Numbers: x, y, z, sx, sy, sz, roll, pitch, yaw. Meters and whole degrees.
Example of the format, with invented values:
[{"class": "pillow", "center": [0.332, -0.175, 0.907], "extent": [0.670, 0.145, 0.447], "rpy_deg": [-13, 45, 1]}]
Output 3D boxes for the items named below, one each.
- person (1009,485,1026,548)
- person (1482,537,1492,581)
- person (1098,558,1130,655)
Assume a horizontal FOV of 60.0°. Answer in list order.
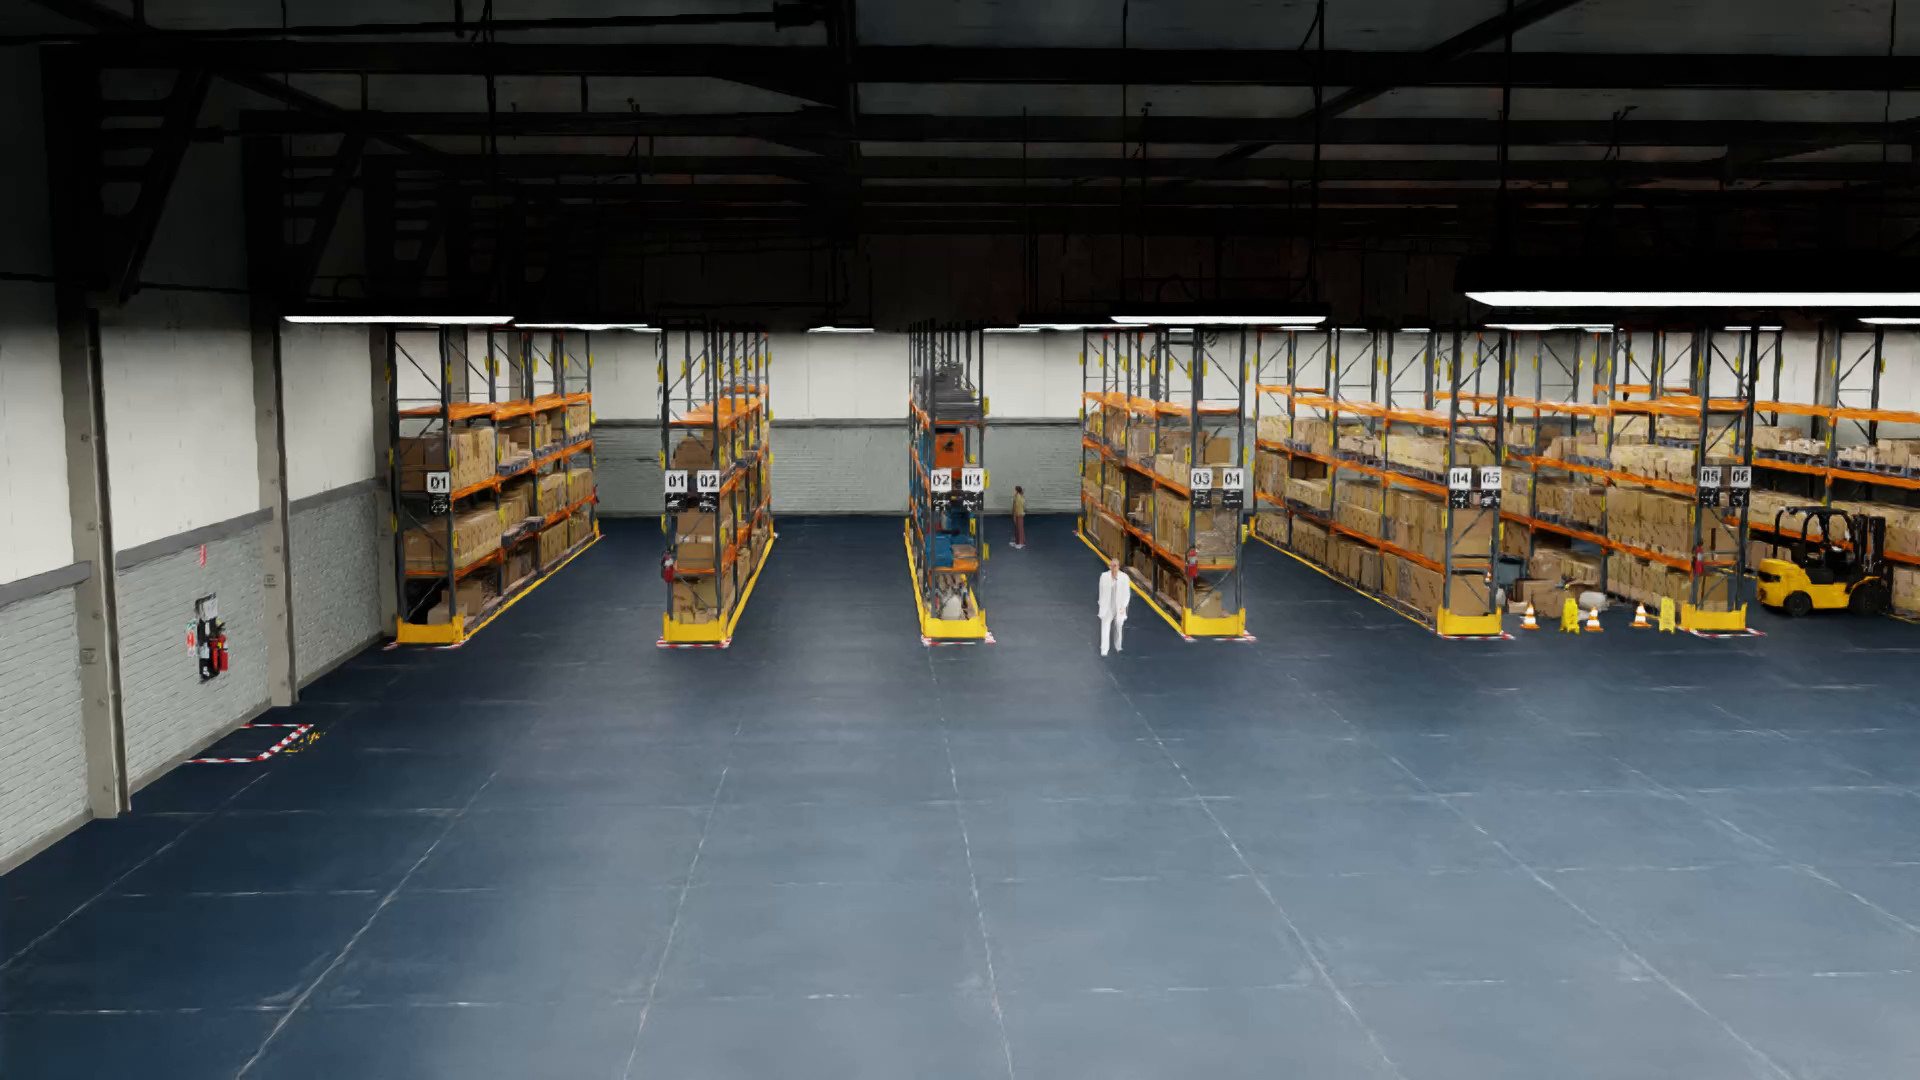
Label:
[{"class": "person", "center": [1.550, -0.647, 44.765], "extent": [0.575, 1.664, 0.572], "rpy_deg": [3, 8, 20]}, {"class": "person", "center": [12.163, 0.090, 38.424], "extent": [0.580, 1.763, 0.673], "rpy_deg": [3, 8, 25]}, {"class": "person", "center": [2.765, 1.174, 29.827], "extent": [0.576, 1.710, 1.089], "rpy_deg": [1, 7, 6]}]
